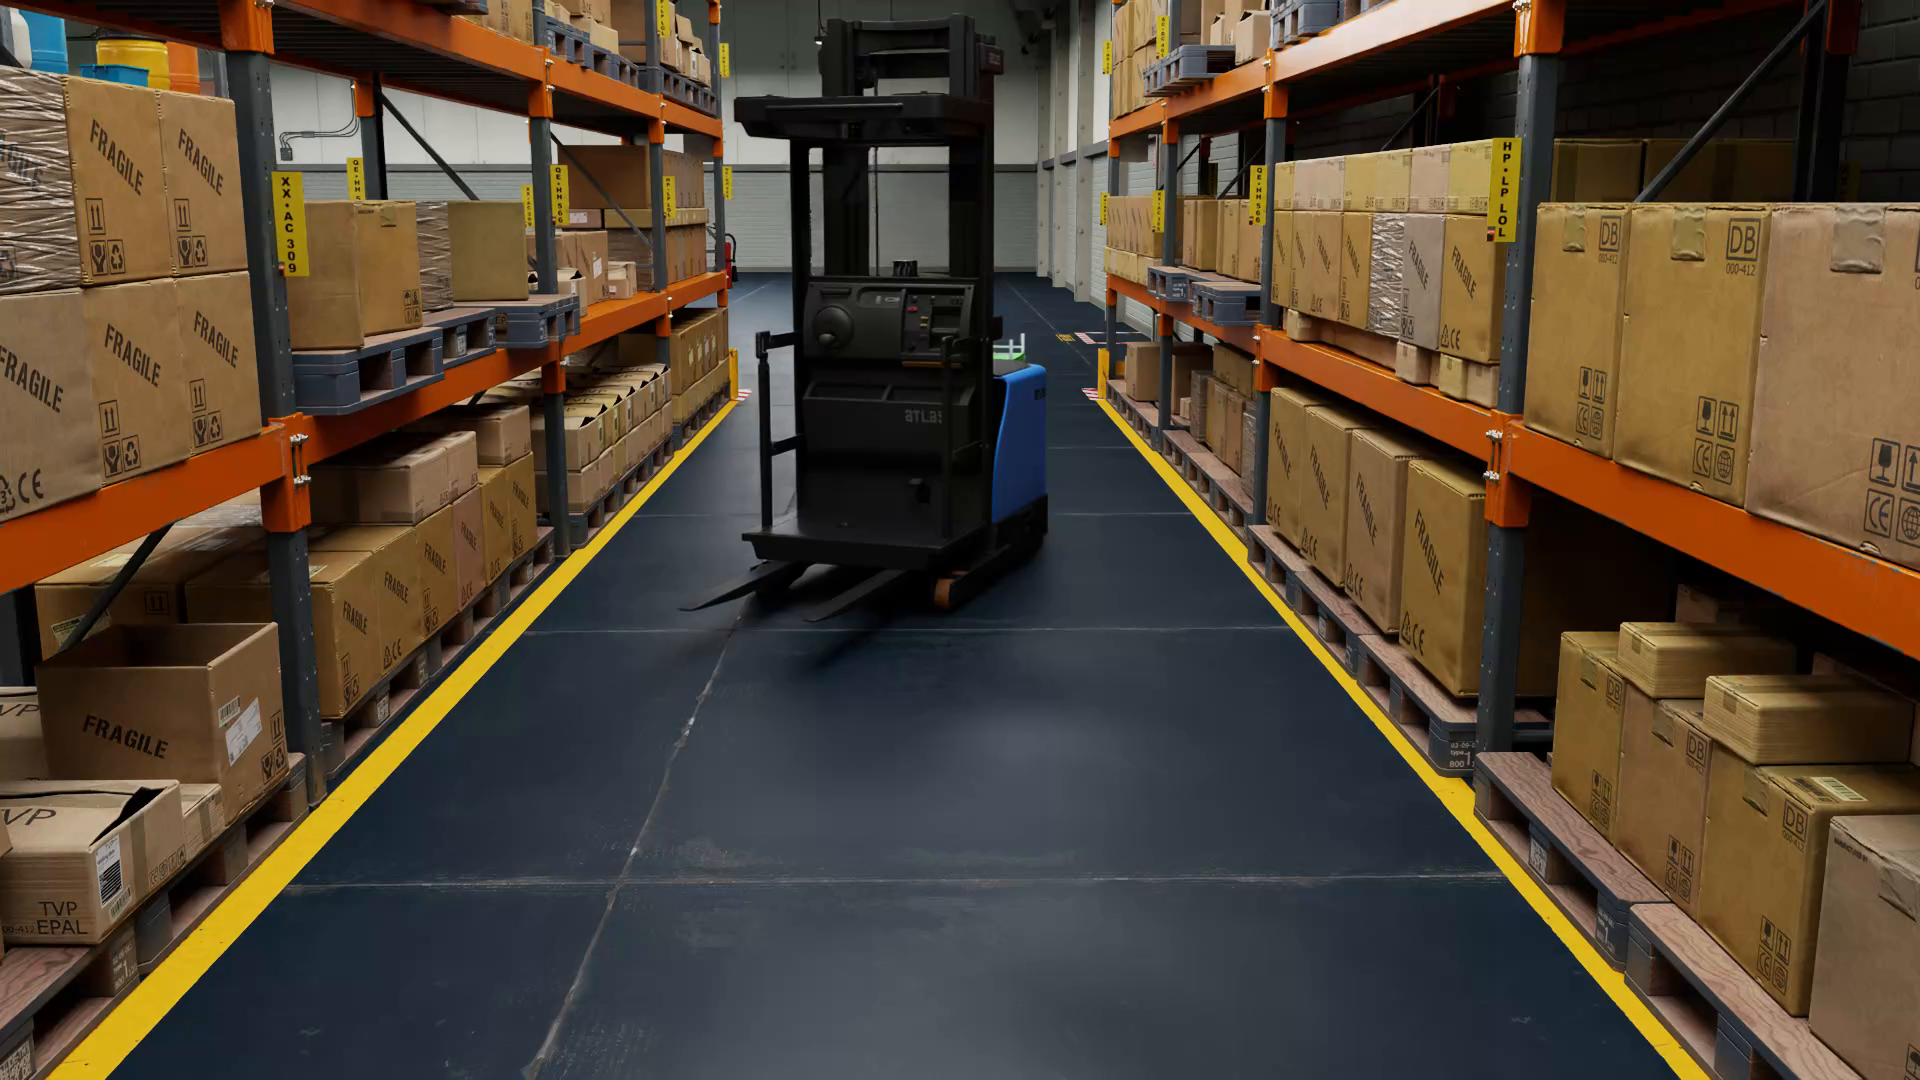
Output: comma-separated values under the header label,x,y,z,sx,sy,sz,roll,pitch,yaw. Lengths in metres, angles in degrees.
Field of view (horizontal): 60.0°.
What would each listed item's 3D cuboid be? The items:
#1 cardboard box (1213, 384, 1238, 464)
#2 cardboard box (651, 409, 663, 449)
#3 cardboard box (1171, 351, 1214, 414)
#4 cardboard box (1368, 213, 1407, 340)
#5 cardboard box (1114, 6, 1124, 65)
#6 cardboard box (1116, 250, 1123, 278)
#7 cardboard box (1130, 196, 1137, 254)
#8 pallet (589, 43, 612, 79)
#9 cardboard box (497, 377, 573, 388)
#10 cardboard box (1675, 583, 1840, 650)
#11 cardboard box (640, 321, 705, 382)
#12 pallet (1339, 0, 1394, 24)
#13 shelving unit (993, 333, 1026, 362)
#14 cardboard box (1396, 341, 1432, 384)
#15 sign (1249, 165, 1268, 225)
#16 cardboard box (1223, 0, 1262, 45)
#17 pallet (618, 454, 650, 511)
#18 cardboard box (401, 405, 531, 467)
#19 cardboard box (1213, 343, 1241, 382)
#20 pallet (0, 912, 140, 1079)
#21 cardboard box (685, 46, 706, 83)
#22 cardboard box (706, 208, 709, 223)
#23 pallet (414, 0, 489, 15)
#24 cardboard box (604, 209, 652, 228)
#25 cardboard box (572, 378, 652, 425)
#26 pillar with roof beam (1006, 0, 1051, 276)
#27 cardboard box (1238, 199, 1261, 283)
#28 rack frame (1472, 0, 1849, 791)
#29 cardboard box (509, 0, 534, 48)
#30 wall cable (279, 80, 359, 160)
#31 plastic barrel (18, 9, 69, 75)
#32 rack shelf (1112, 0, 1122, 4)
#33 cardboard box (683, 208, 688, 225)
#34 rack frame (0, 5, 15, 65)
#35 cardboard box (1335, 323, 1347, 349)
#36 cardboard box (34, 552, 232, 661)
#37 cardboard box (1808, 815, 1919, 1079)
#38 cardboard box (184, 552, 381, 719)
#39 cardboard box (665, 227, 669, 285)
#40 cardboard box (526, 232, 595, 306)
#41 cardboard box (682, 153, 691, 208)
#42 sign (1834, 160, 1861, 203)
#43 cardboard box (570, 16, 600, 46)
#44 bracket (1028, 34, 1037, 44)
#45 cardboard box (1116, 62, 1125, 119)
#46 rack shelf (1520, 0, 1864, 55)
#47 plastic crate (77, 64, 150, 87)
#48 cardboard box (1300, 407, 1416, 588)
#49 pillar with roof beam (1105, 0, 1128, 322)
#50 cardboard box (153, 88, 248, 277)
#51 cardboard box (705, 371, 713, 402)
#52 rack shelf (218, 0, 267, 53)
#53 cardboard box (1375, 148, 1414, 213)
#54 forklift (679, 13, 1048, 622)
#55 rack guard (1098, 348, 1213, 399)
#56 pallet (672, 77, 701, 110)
label,x,y,z,sx,sy,sz,roll,pitch,yaw
cardboard box,2.182,-0.824,11.759,0.700,0.500,0.500,0,11,-1
cardboard box,-2.527,-0.840,12.512,0.500,0.250,0.500,0,11,-2
cardboard box,2.057,-1.381,14.502,0.500,0.500,0.500,-1,12,-5
cardboard box,2.000,-1.090,6.840,0.500,0.500,0.500,0,11,-1
cardboard box,1.761,-4.821,15.916,0.500,0.500,0.500,0,11,-2
cardboard box,1.758,-2.613,15.721,0.500,0.250,0.500,0,11,-2
cardboard box,1.784,-2.780,14.659,0.500,0.500,0.500,-1,11,-3
pallet,-2.881,-3.102,10.737,1.003,0.211,1.213,0,11,1
cardboard box,-3.057,-1.011,11.945,0.500,0.311,0.500,-1,11,-3
cardboard box,2.393,0.227,4.996,0.380,0.149,0.250,0,11,-1
cardboard box,-2.551,-1.681,14.775,0.500,0.500,0.500,0,11,-1
pallet,2.294,-2.416,7.357,1.003,0.211,1.213,0,11,1
shelving unit,0.241,-0.656,10.273,0.258,1.200,0.503,2,12,10
cardboard box,1.941,-0.701,6.550,0.380,0.149,0.250,0,11,-1
sign,1.659,-1.914,9.234,0.100,0.325,0.005,0,11,-1
cardboard box,2.076,-3.555,11.185,0.500,0.500,0.500,-1,11,-3
pallet,-2.751,-0.407,11.535,1.003,0.211,1.213,0,11,-1
cardboard box,-2.492,-0.530,8.421,0.500,0.250,0.500,0,11,1
cardboard box,2.163,-1.308,12.259,0.500,0.250,0.500,0,11,-2
pallet,-2.627,1.174,3.744,1.003,0.211,1.213,0,11,-1
cardboard box,-2.618,-4.321,15.083,0.500,0.311,0.500,1,12,6
cardboard box,-2.718,-3.250,16.651,0.380,0.149,0.250,0,11,-2
pallet,-2.636,-2.287,6.715,1.213,0.211,1.003,0,11,-1
cardboard box,-2.646,-2.584,13.370,0.380,0.149,0.250,0,11,-1
cardboard box,-2.514,-1.014,11.963,0.500,0.311,0.500,0,11,-1
pillar with roof beam,-2.009,-11.730,45.243,9.100,9.000,0.548,0,11,-1
cardboard box,2.143,-1.858,10.315,0.700,0.500,0.500,-1,12,-7
rack frame,2.284,-0.594,5.442,1.000,3.000,0.127,0,11,-1
cardboard box,-2.708,-2.800,8.523,0.910,0.500,0.500,0,11,-1
wall cable,-18.445,-13.911,47.444,2.305,6.003,0.169,0,11,-1
plastic barrel,-7.700,-4.263,13.668,0.600,0.901,0.708,0,11,-1
rack shelf,2.077,-5.168,14.716,1.077,0.370,4.000,0,11,-1
cardboard box,-2.684,-2.942,15.132,0.380,0.149,0.250,0,11,-2
rack frame,-7.786,-5.084,12.484,1.000,3.000,0.127,0,11,-1
cardboard box,2.037,-1.005,8.050,0.380,0.149,0.250,0,11,0
cardboard box,-2.965,0.340,6.021,0.500,0.500,0.500,0,11,-1
cardboard box,2.231,0.882,3.397,0.700,0.500,0.500,-1,11,-3
cardboard box,-2.435,0.339,6.022,0.500,0.500,0.500,-1,11,-4
cardboard box,-2.867,-2.405,14.118,0.700,0.500,0.500,0,11,-2
cardboard box,-2.813,-1.855,11.407,0.500,0.500,0.500,0,11,-1
cardboard box,-2.891,-3.335,15.439,0.700,0.500,0.500,0,11,-1
sign,2.839,-1.060,5.361,0.100,0.325,0.005,0,11,-1
cardboard box,-2.817,-3.534,11.710,0.500,0.250,0.500,-1,12,-7
bracket,1.949,-13.427,44.558,0.235,0.232,0.430,0,11,-1
cardboard box,1.768,-4.334,16.030,0.500,0.500,0.500,1,11,3
rack shelf,2.325,-1.314,3.256,1.077,0.370,4.000,0,11,-1
plastic crate,-7.528,-4.023,14.841,0.392,0.384,0.575,0,11,-1
cardboard box,2.097,-0.220,7.952,0.750,0.750,0.750,0,11,-1
pillar with roof beam,-1.637,-8.152,27.606,9.100,9.000,0.400,0,11,-1
cardboard box,-2.399,-1.012,4.739,0.500,0.500,0.500,0,11,-1
cardboard box,-2.567,-1.413,15.339,0.500,0.250,0.500,0,11,-1
rack shelf,-2.627,-1.293,3.152,1.077,0.370,4.000,0,11,-1
cardboard box,2.007,-1.461,6.780,0.500,0.250,0.500,0,11,0
forklift,-0.444,-1.173,8.469,1.130,2.935,3.031,4,12,19
rack guard,2.038,-1.739,17.374,1.175,0.500,0.348,0,11,-1
pallet,-2.900,-4.001,14.915,1.003,0.211,1.213,0,11,-1
